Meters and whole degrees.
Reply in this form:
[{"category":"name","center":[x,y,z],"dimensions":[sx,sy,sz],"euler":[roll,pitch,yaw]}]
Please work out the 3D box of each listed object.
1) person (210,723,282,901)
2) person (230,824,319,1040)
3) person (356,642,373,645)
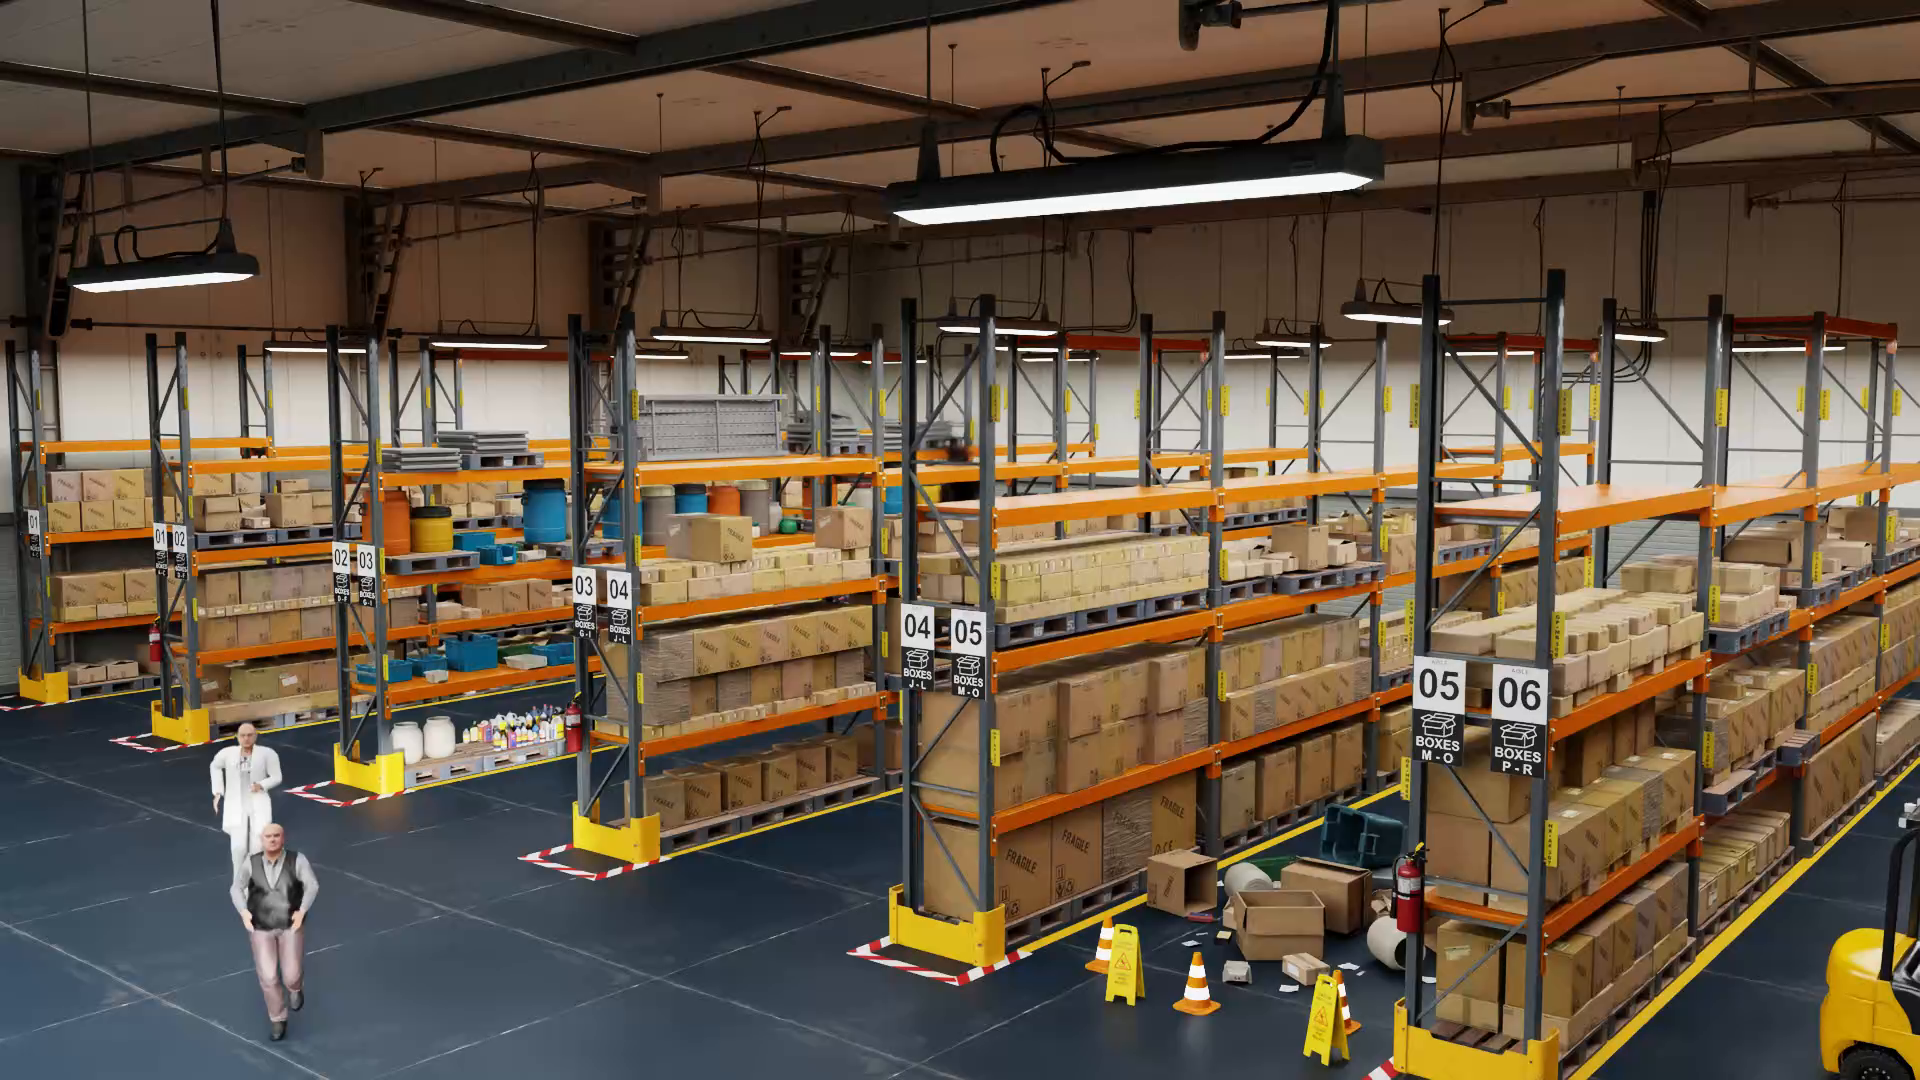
[{"category":"person","center":[-7.256,2.764,16.947],"dimensions":[0.666,1.819,0.888],"euler":[-2,6,-24]},{"category":"person","center":[-5.534,3.117,13.448],"dimensions":[0.670,1.697,0.617],"euler":[-2,5,-18]},{"category":"person","center":[-10.395,1.682,29.059],"dimensions":[0.699,1.738,0.640],"euler":[3,6,34]}]
